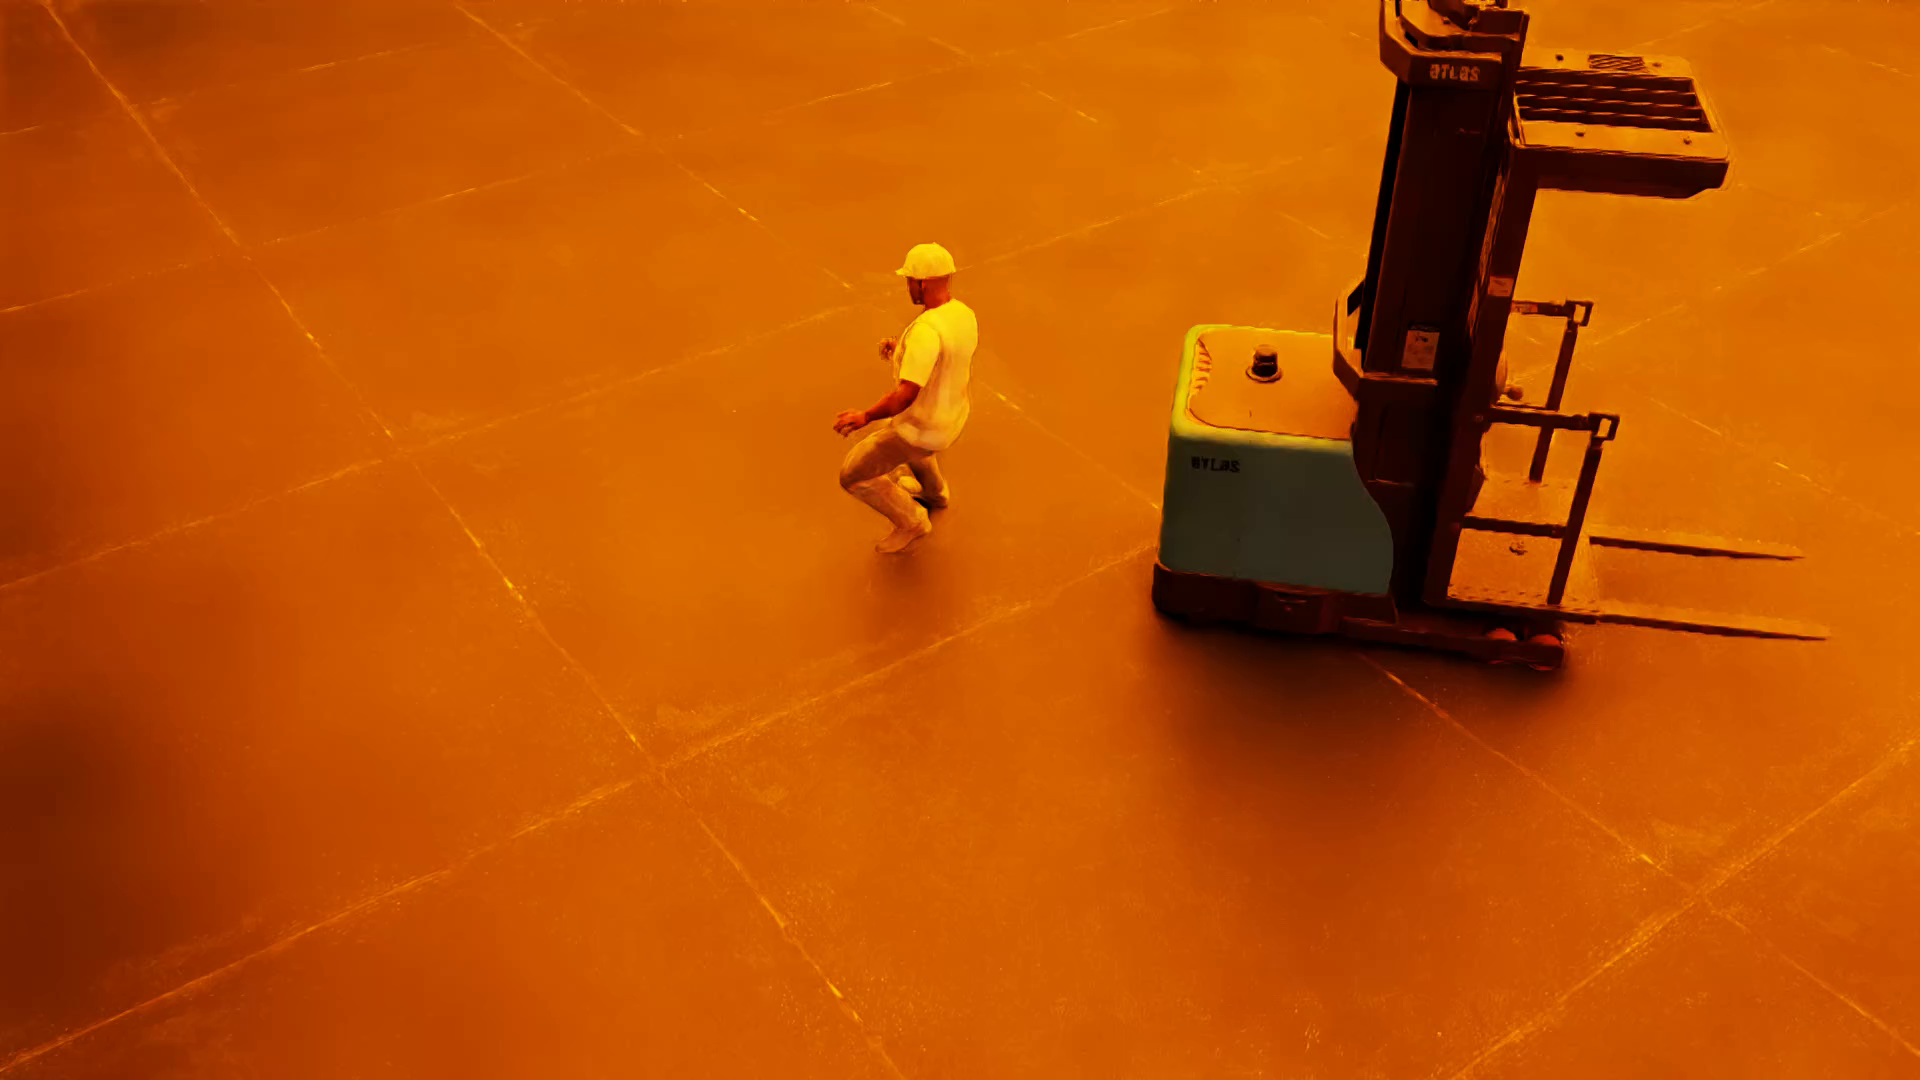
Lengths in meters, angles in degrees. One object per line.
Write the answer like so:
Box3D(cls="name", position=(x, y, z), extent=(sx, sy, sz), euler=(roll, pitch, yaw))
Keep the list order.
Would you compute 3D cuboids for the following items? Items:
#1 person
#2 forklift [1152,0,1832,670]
Box3D(cls="person", position=(-0.263, -0.662, 7.958), extent=(0.648, 1.611, 0.929), euler=(14, 39, 18))
Box3D(cls="forklift", position=(2.481, -0.927, 7.199), extent=(3.031, 2.935, 1.130), euler=(7, 37, 9))
